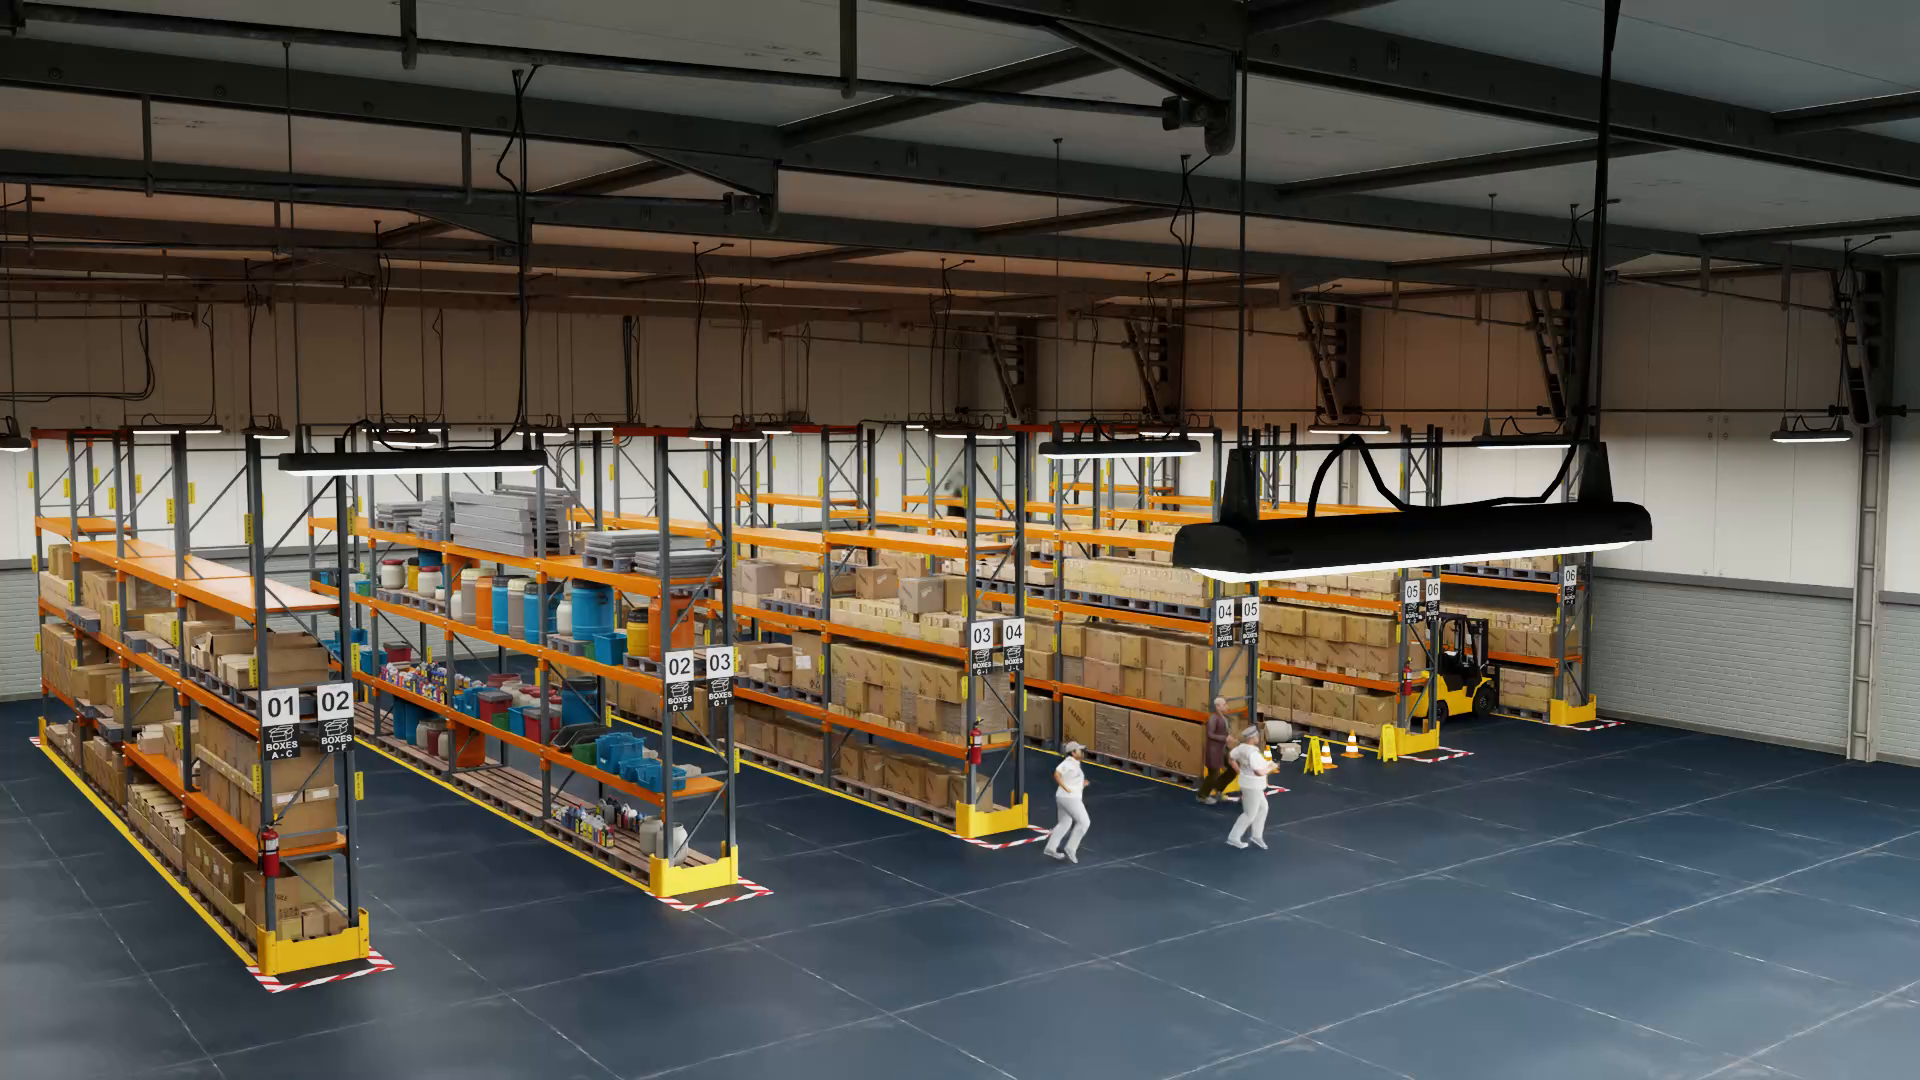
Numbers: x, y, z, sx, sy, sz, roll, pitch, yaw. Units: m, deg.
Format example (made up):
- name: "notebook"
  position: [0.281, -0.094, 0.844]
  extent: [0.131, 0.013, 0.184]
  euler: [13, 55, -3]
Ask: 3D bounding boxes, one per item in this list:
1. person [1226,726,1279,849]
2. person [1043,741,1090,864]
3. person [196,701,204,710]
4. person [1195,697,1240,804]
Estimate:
- name: "person"
  position: [4.187, 3.578, 23.851]
  extent: [0.755, 1.845, 0.640]
  euler: [0, 4, -5]
- name: "person"
  position: [1.512, 3.687, 23.448]
  extent: [0.642, 1.674, 0.680]
  euler: [0, 4, -1]
- name: "person"
  position: [-14.865, 2.973, 32.155]
  extent: [0.580, 1.713, 0.841]
  euler: [-4, 6, -40]
- name: "person"
  position: [4.136, 3.368, 26.566]
  extent: [0.773, 1.734, 0.731]
  euler: [3, 5, 34]
